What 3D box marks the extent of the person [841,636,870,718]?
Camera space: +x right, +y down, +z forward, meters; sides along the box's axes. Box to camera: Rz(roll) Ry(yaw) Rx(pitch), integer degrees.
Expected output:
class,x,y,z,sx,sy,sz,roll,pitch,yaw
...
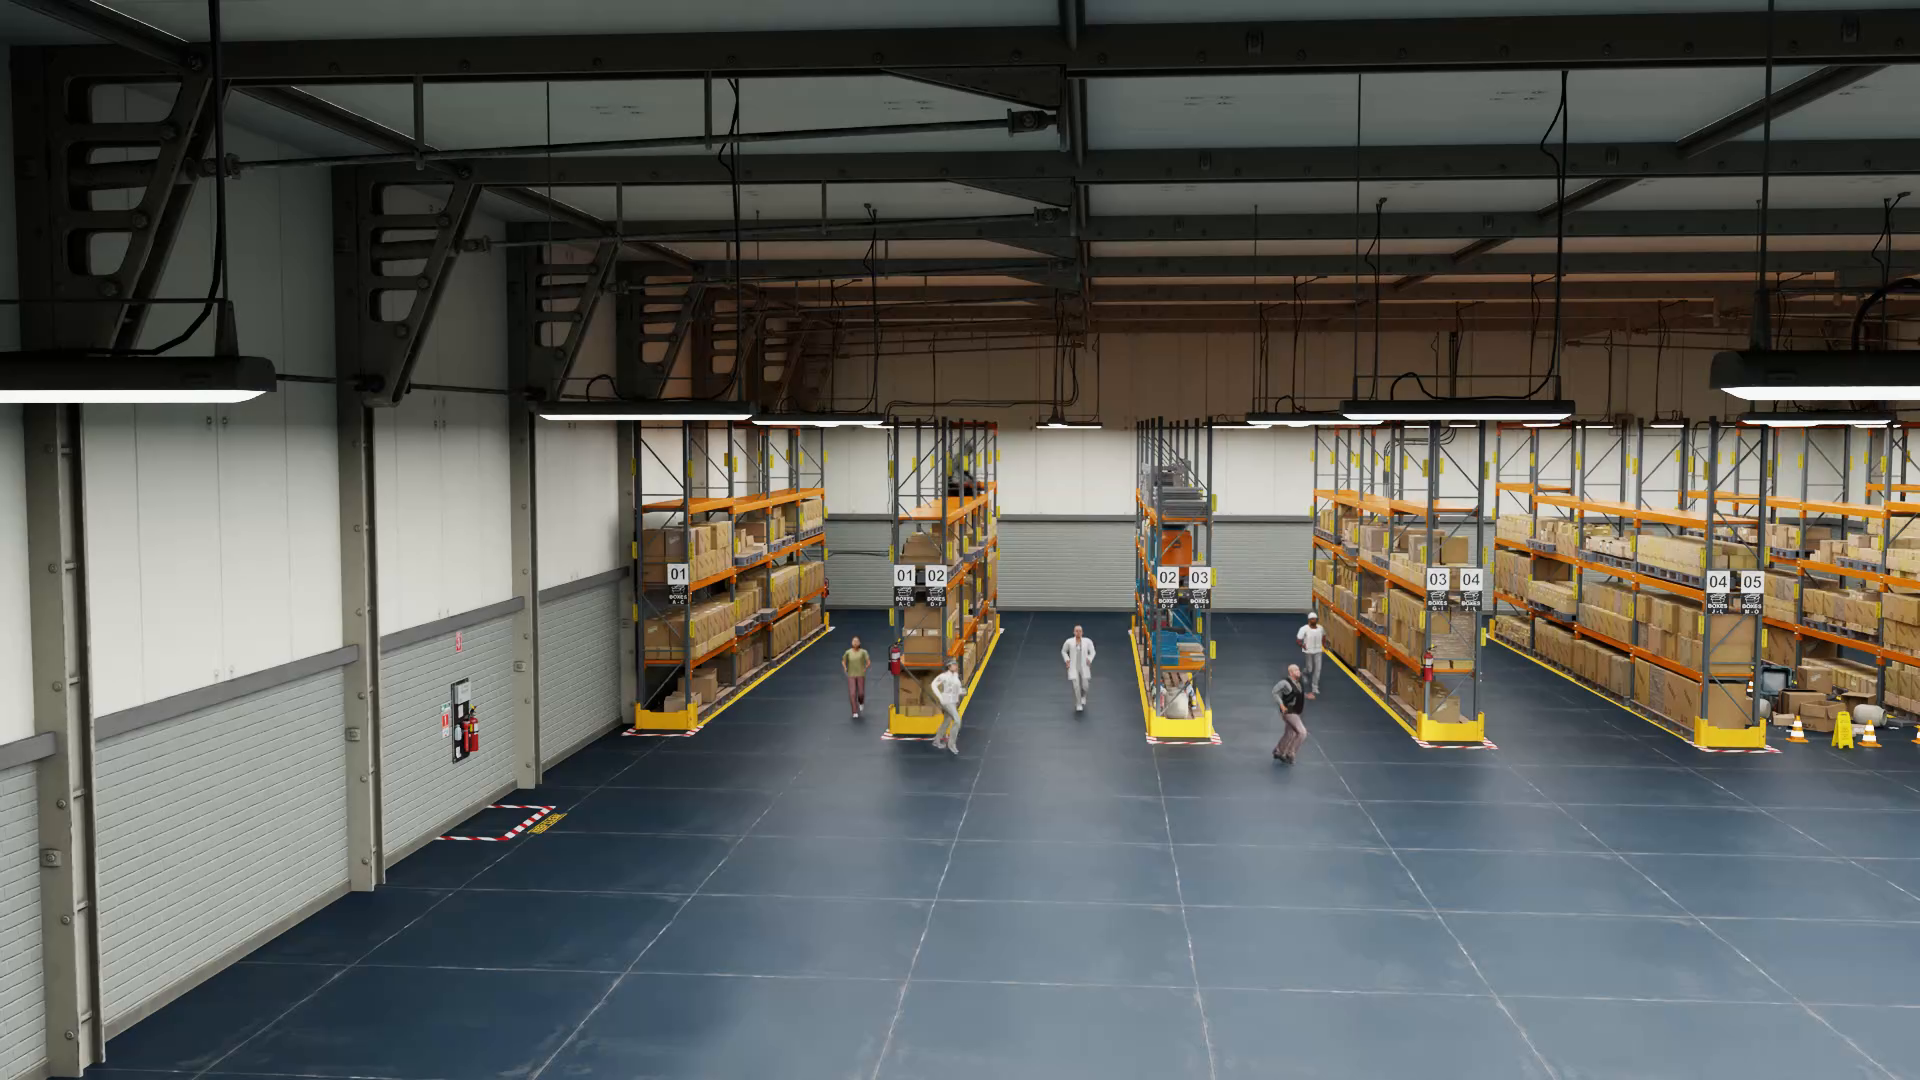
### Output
class,x,y,z,sx,sy,sz,roll,pitch,yaw
person,-2.094,2.732,33.378,0.580,1.613,0.609,0,4,0

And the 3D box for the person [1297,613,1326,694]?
class,x,y,z,sx,sy,sz,roll,pitch,yaw
person,7.761,2.471,36.620,0.699,1.758,0.850,0,4,-6

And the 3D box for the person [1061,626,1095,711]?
class,x,y,z,sx,sy,sz,roll,pitch,yaw
person,2.429,2.623,34.157,0.696,1.731,0.639,0,4,2

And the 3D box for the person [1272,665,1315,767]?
class,x,y,z,sx,sy,sz,roll,pitch,yaw
person,5.731,3.016,28.576,0.739,1.762,0.627,3,5,37

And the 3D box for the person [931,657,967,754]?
class,x,y,z,sx,sy,sz,roll,pitch,yaw
person,-0.191,2.946,29.682,0.686,1.724,0.605,2,4,29
